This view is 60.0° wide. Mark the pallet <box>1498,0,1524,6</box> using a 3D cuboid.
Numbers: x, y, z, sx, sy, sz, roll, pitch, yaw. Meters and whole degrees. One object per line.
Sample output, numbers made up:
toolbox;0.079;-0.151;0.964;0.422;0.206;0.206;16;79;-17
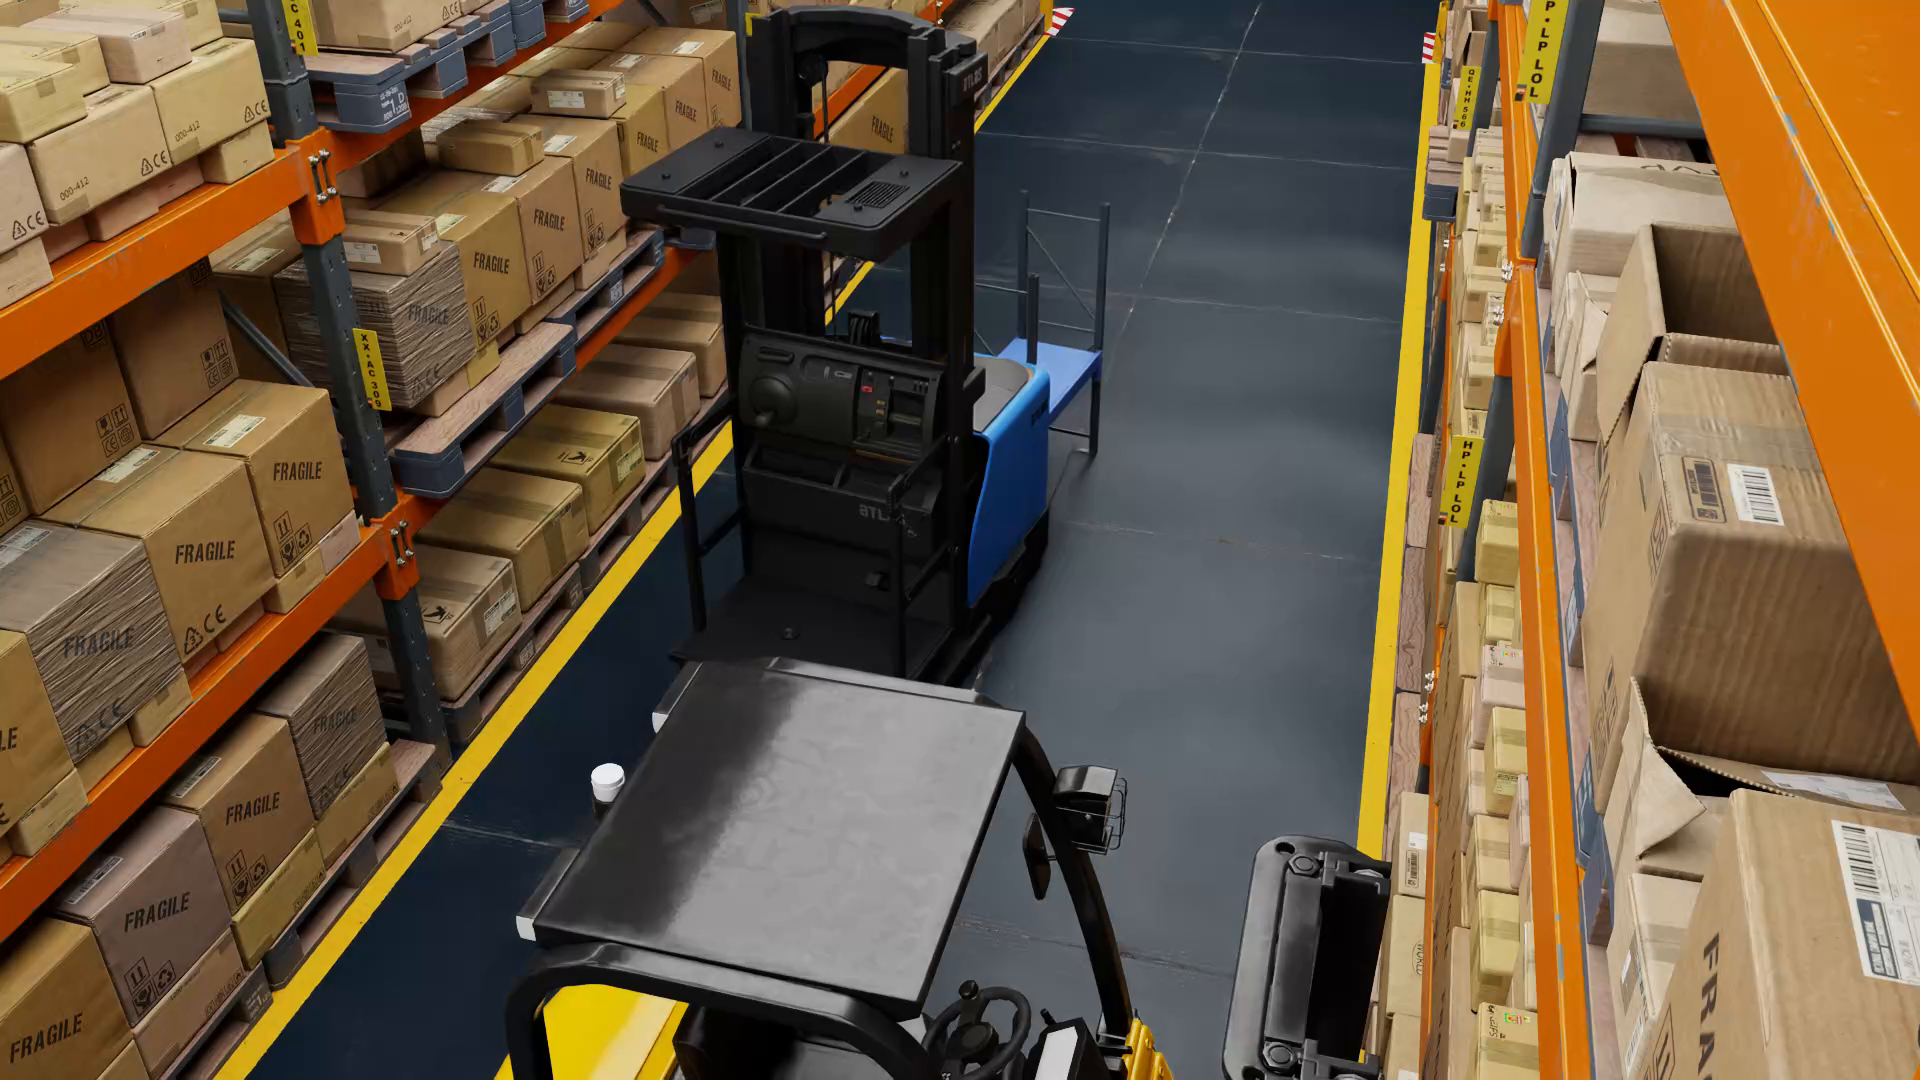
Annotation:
pallet;3.035;-2.554;7.352;1.213;0.211;1.003;10;34;15

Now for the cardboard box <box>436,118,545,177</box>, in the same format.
cardboard box;-2.059;-1.723;7.298;0.380;0.149;0.250;10;34;15

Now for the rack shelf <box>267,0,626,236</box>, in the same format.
rack shelf;-2.189;-2.331;7.495;1.077;0.370;4.000;8;33;12

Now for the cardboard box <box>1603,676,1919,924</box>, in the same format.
cardboard box;1.071;0.387;2.189;0.396;0.266;0.258;8;33;13

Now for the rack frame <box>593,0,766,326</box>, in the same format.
rack frame;-1.681;-2.406;9.739;1.000;3.000;0.127;8;33;12

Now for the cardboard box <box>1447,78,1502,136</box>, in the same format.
cardboard box;3.075;-2.438;9.538;0.500;0.250;0.500;6;33;10

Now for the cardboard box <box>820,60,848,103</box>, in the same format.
cardboard box;-1.062;-3.103;10.975;0.500;0.250;0.500;9;34;14

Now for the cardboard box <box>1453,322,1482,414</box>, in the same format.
cardboard box;2.242;-0.627;6.614;0.500;0.250;0.500;9;33;13

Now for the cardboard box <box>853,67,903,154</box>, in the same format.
cardboard box;-0.968;-2.960;12.200;0.875;0.875;0.875;9;34;14

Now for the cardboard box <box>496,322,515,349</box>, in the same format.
cardboard box;-2.181;-0.932;7.262;0.380;0.149;0.250;10;34;15

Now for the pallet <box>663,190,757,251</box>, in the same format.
pallet;-1.759;-1.941;9.186;1.213;0.211;1.003;8;33;12

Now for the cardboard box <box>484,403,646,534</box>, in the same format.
cardboard box;-2.212;-0.406;8.651;0.950;0.372;0.625;9;34;14

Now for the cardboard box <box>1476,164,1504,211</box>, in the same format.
cardboard box;2.648;-1.648;7.848;0.380;0.149;0.250;9;34;14

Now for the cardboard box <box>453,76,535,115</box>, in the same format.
cardboard box;-2.273;-2.002;8.341;0.500;0.500;0.500;9;33;13

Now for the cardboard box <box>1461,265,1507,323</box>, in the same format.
cardboard box;2.266;-0.996;6.822;0.380;0.149;0.250;7;33;11

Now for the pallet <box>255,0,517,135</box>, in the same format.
pallet;-2.437;-1.823;6.201;1.213;0.211;1.003;8;33;12

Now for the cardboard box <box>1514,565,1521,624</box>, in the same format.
cardboard box;1.776;0.177;4.700;0.380;0.149;0.250;9;33;13

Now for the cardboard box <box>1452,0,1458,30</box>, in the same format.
cardboard box;3.797;-3.807;11.458;0.700;0.500;0.500;9;34;14

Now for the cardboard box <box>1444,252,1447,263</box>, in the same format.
cardboard box;3.040;-1.565;9.750;0.380;0.149;0.250;6;33;10

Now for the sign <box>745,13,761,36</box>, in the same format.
sign;-1.154;-2.793;9.342;0.100;0.325;0.005;8;33;12

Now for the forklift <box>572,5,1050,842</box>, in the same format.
forklift;-0.604;-0.556;6.892;1.130;2.935;3.031;13;35;20

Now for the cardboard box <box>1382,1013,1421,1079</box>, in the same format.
cardboard box;1.425;1.636;4.620;0.500;0.250;0.500;9;34;14

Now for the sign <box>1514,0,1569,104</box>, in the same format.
sign;1.578;-1.343;4.495;0.100;0.325;0.005;8;33;12

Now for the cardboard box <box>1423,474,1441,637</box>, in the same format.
cardboard box;2.620;0.104;7.613;0.875;0.625;0.625;7;33;10

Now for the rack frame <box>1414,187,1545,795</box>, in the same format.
rack frame;2.106;0.343;5.414;1.000;3.000;0.127;8;33;12

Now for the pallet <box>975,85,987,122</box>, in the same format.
pallet;-0.398;-3.689;14.357;1.003;0.211;1.213;8;33;12

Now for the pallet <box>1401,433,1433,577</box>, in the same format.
pallet;2.874;-0.134;8.764;1.003;0.211;1.213;8;33;12

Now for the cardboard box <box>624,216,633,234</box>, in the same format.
cardboard box;-1.869;-1.602;8.317;0.380;0.149;0.250;8;33;13

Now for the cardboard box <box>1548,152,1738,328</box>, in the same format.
cardboard box;1.659;-0.706;3.867;0.500;0.311;0.500;9;33;13

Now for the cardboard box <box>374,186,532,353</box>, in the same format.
cardboard box;-2.174;-1.140;6.985;0.500;0.500;0.500;8;33;13

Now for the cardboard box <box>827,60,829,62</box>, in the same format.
cardboard box;-1.043;-3.308;10.832;0.500;0.250;0.500;8;33;12

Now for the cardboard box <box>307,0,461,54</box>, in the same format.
cardboard box;-2.160;-1.959;5.988;0.500;0.250;0.500;7;33;11

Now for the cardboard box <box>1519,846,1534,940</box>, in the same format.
cardboard box;1.441;0.838;3.661;0.380;0.149;0.250;8;33;13

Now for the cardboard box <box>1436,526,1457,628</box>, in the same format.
cardboard box;1.981;0.109;5.922;0.500;0.250;0.500;9;33;13

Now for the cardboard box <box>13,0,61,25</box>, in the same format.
cardboard box;-3.092;-1.708;5.336;0.380;0.149;0.250;7;33;12

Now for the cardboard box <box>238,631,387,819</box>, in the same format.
cardboard box;-2.587;0.680;6.358;0.500;0.500;0.500;8;33;12

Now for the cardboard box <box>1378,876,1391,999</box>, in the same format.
cardboard box;1.684;1.324;5.576;0.500;0.250;0.500;8;33;12

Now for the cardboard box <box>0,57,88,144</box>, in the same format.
cardboard box;-2.649;-1.212;4.556;0.380;0.149;0.250;9;34;14

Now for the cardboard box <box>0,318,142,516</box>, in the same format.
cardboard box;-3.169;-0.460;5.374;0.700;0.500;0.500;8;33;13

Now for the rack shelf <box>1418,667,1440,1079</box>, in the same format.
rack shelf;1.598;1.685;3.975;1.077;0.370;4.000;8;33;12

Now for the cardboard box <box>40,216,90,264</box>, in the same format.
cardboard box;-2.782;-0.905;4.816;0.380;0.149;0.250;7;33;11

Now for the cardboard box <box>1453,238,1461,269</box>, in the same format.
cardboard box;2.772;-1.472;8.410;0.500;0.250;0.500;8;33;13

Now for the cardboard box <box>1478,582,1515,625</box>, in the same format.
cardboard box;1.770;0.157;5.010;0.380;0.149;0.250;8;33;12

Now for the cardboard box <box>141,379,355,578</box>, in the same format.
cardboard box;-2.569;-0.234;5.952;0.500;0.500;0.500;7;33;11

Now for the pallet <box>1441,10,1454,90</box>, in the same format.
pallet;3.828;-3.327;11.367;1.003;0.211;1.213;8;33;12

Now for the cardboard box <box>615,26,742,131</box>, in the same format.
cardboard box;-1.528;-2.478;9.090;0.500;0.500;0.500;7;33;11

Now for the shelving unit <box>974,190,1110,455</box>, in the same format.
shelving unit;0.348;-0.931;8.816;0.538;1.500;1.048;13;35;20

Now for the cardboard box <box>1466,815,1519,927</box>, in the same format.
cardboard box;1.418;0.817;3.971;0.380;0.149;0.250;7;33;11

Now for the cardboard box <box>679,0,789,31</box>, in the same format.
cardboard box;-1.320;-3.093;9.795;0.500;0.500;0.500;7;33;11

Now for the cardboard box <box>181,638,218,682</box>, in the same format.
cardboard box;-2.758;0.366;5.613;0.380;0.149;0.250;8;33;12
